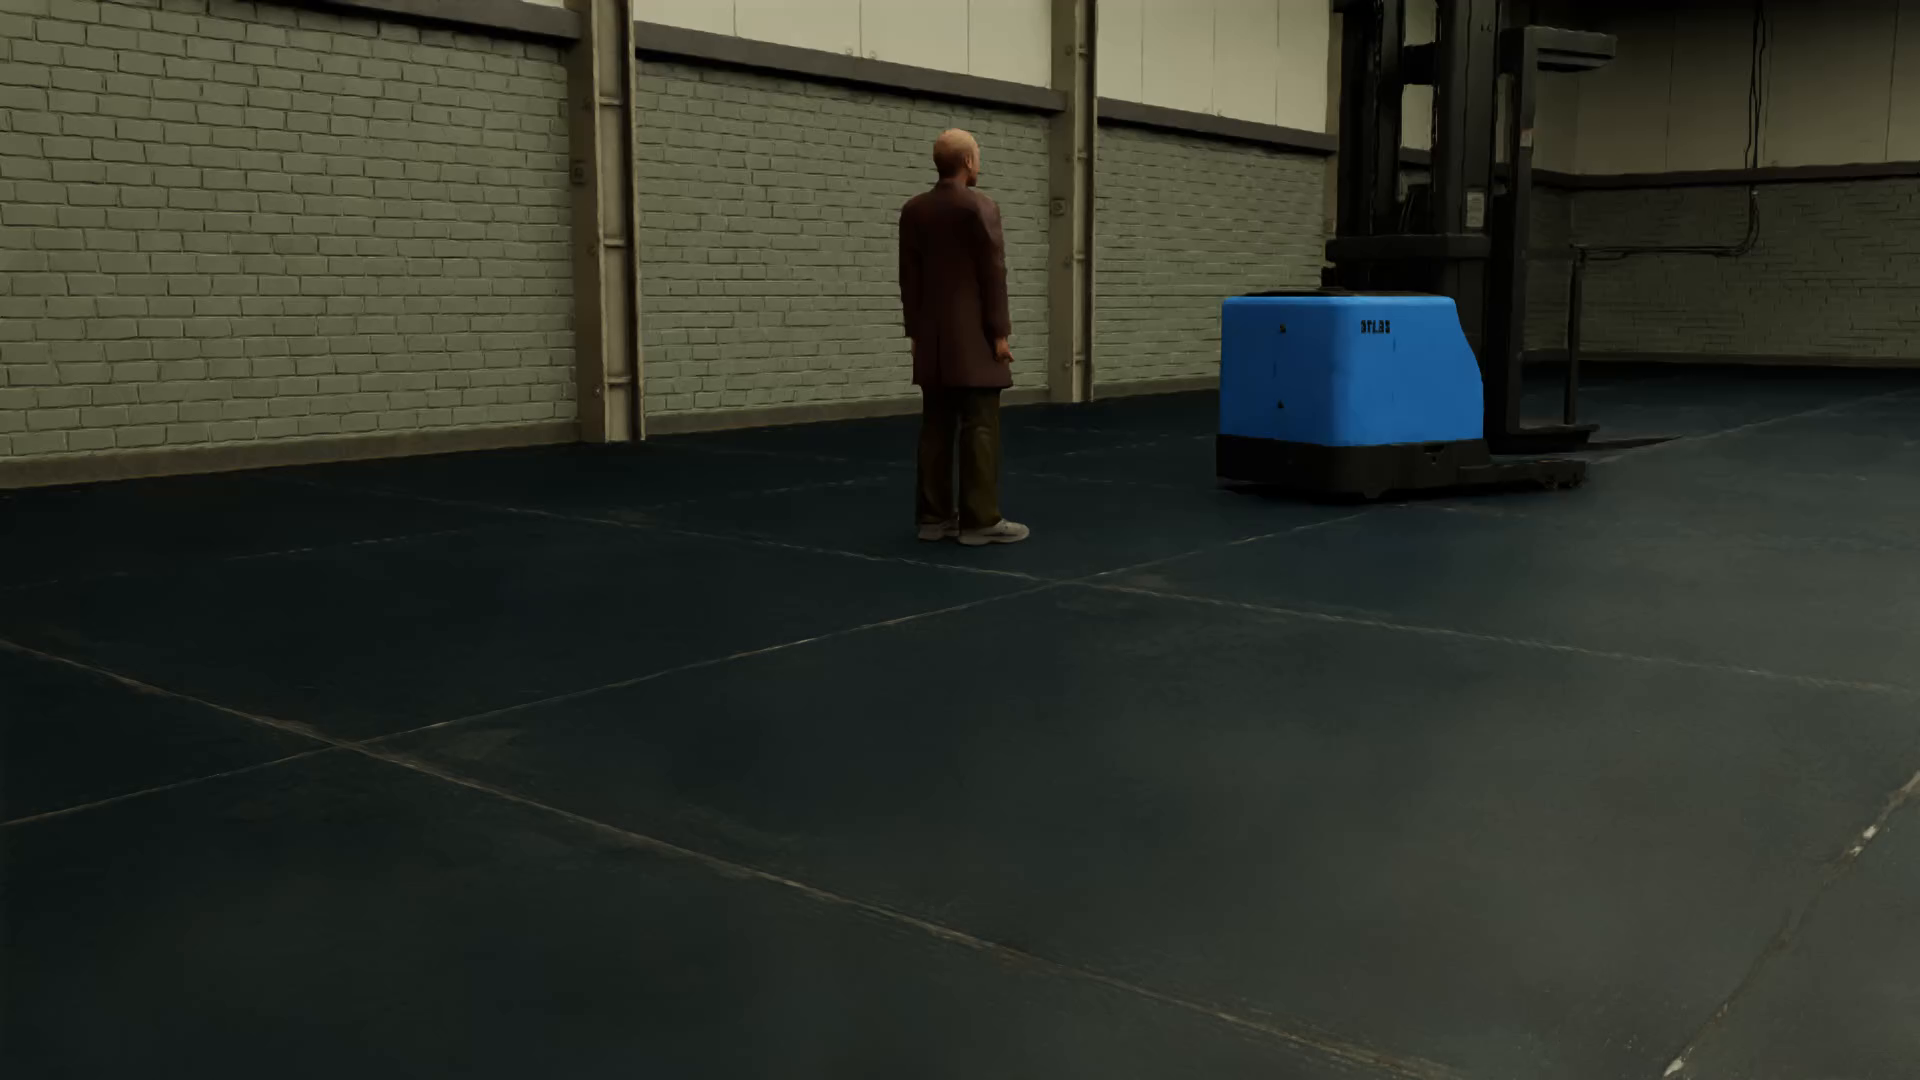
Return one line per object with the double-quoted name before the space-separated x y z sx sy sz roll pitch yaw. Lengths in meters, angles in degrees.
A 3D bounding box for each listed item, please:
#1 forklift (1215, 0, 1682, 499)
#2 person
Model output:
"forklift" 2.970 -1.795 9.547 3.031 2.935 1.130 -5 10 -31
"person" 0.015 -0.886 7.297 0.558 1.783 0.377 7 11 38
